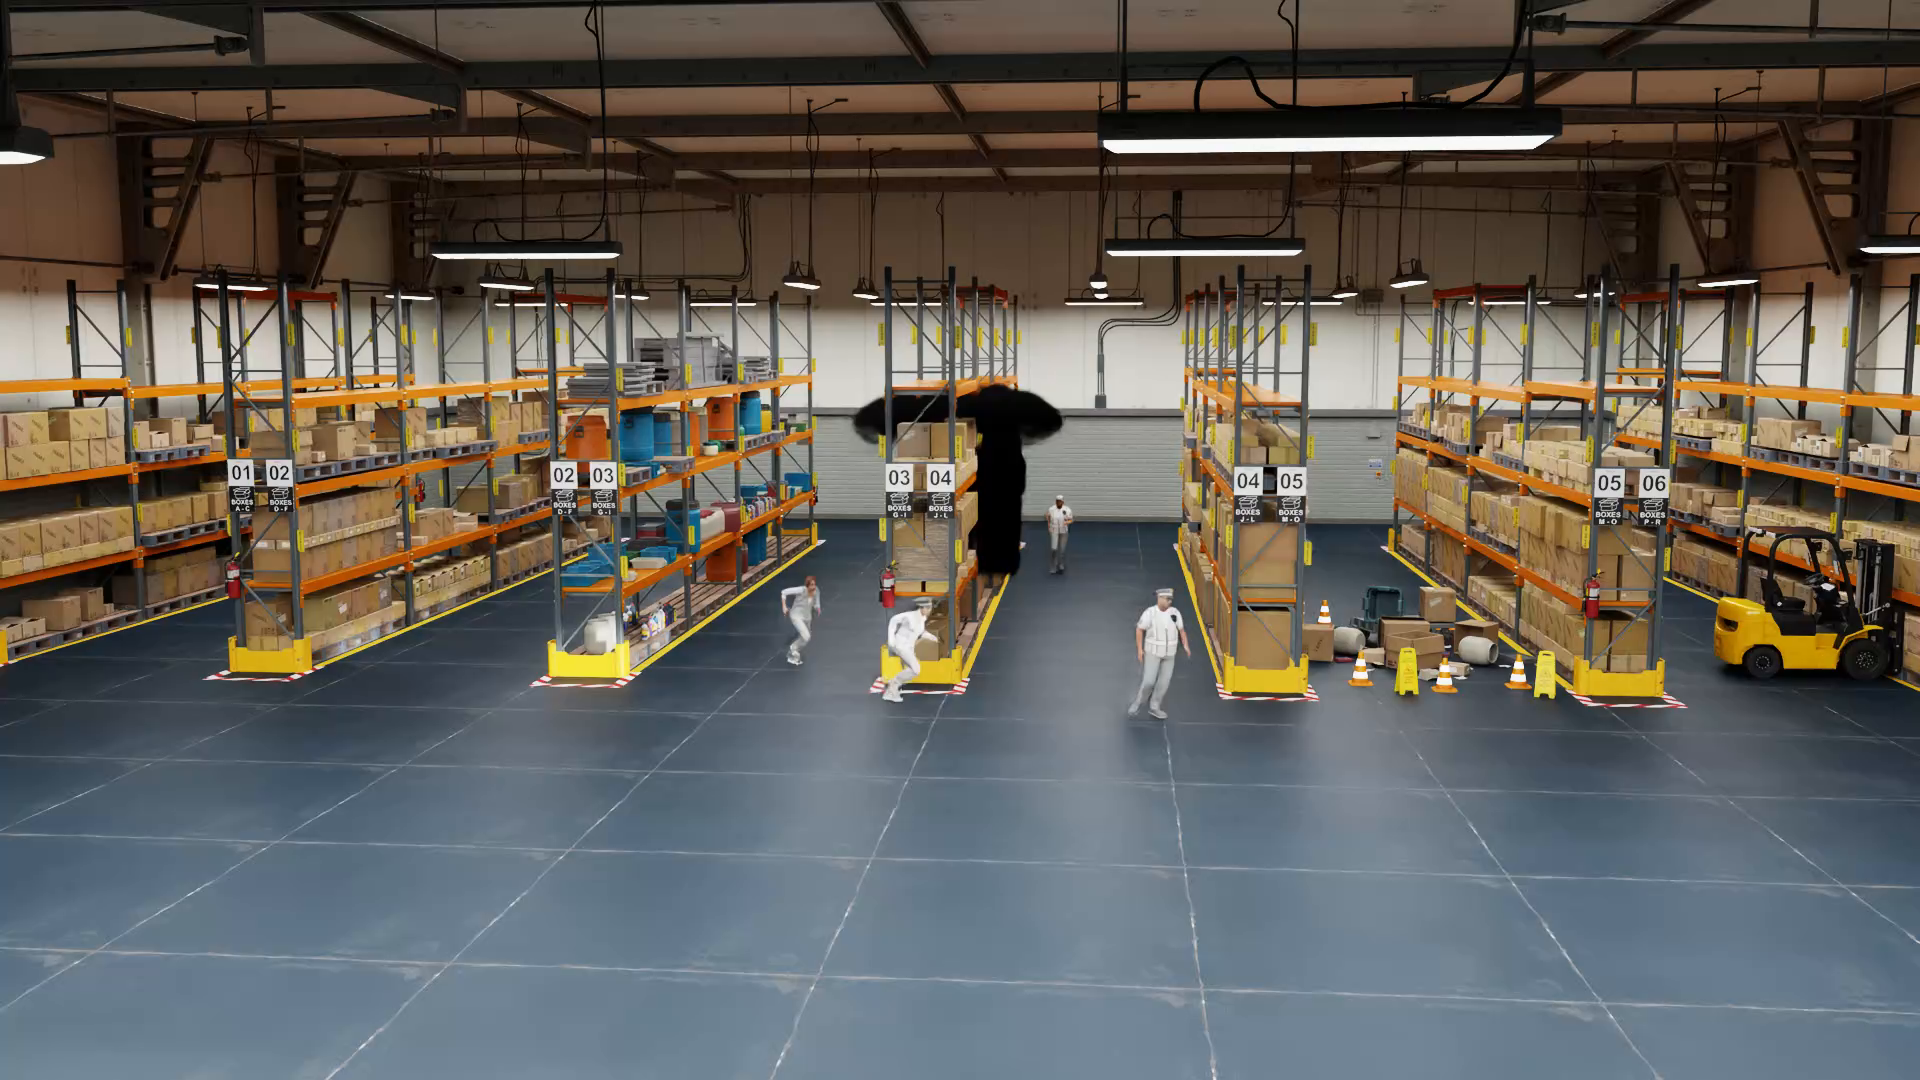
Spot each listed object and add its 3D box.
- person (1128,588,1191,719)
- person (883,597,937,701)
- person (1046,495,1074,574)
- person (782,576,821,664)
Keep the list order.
[{"bbox_3d":[2.634,1.497,21.853,0.705,1.753,0.691,-3,7,-20],"label":"person"},{"bbox_3d":[-0.705,1.510,22.738,0.802,1.491,0.646,3,8,26],"label":"person"},{"bbox_3d":[2.132,-0.113,35.538,0.590,1.716,0.730,0,7,3],"label":"person"},{"bbox_3d":[-2.413,1.226,25.220,0.566,1.430,0.824,-5,9,-38],"label":"person"}]
